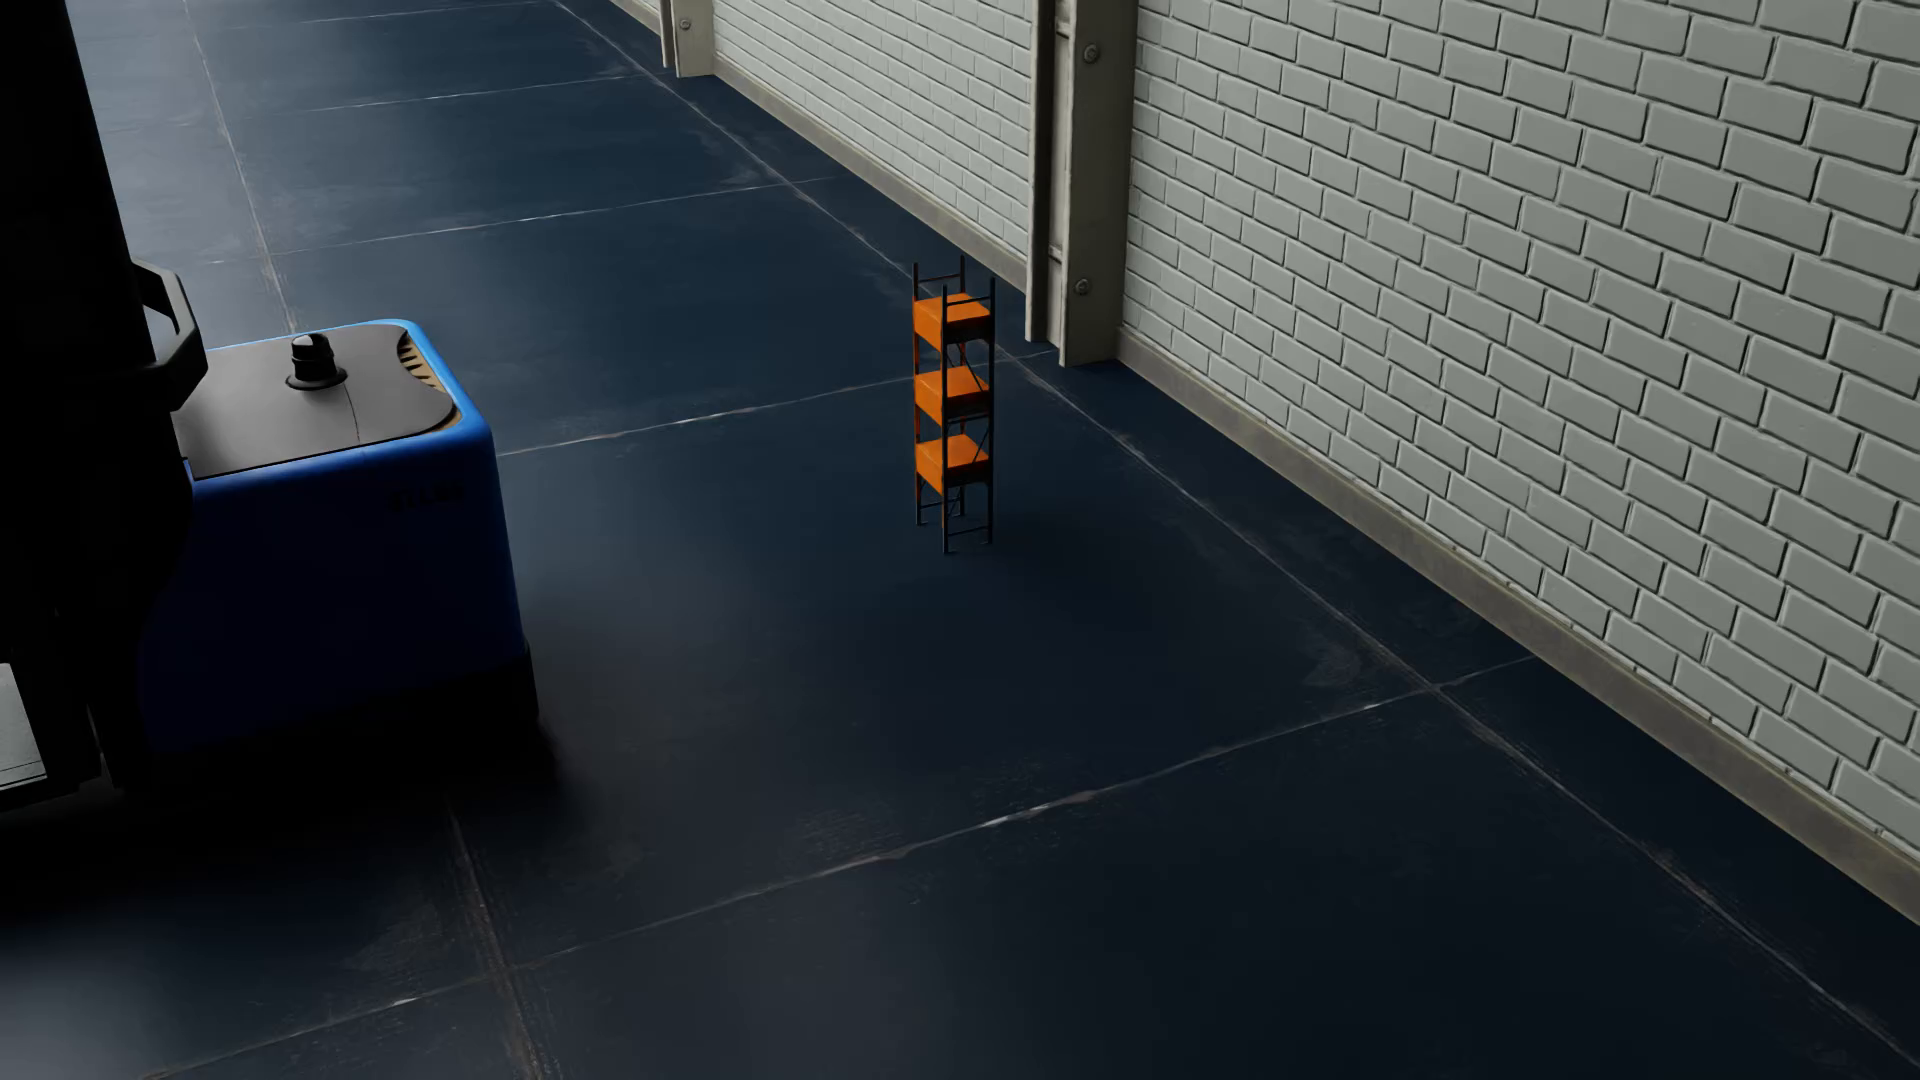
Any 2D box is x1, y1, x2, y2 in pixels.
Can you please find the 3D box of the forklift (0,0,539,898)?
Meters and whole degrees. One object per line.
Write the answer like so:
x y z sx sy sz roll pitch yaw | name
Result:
-2.845 -0.521 4.183 3.031 2.935 1.130 -15 33 -25 | forklift

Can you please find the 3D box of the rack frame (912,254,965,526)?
-0.075 -0.535 6.131 0.200 1.050 0.008 -13 32 -22 | rack frame

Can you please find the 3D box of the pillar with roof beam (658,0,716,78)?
-5.930 -6.585 8.793 9.100 9.000 0.400 -13 32 -22 | pillar with roof beam

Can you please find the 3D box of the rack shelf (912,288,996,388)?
-0.023 -0.720 5.902 0.215 0.259 0.240 -13 32 -22 | rack shelf

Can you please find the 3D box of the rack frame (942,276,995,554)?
0.029 -0.428 5.939 0.200 1.050 0.008 -13 32 -22 | rack frame

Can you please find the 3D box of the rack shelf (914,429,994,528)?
-0.023 -0.230 6.176 0.215 0.259 0.240 -13 32 -22 | rack shelf

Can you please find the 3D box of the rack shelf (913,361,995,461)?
-0.023 -0.472 6.041 0.215 0.259 0.240 -13 32 -22 | rack shelf

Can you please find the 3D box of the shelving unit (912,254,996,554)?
-0.023 -0.482 6.035 0.215 1.050 0.252 -13 32 -22 | shelving unit

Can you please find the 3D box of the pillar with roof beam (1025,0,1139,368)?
-3.354 -3.935 4.067 9.100 9.000 0.400 -13 32 -22 | pillar with roof beam
